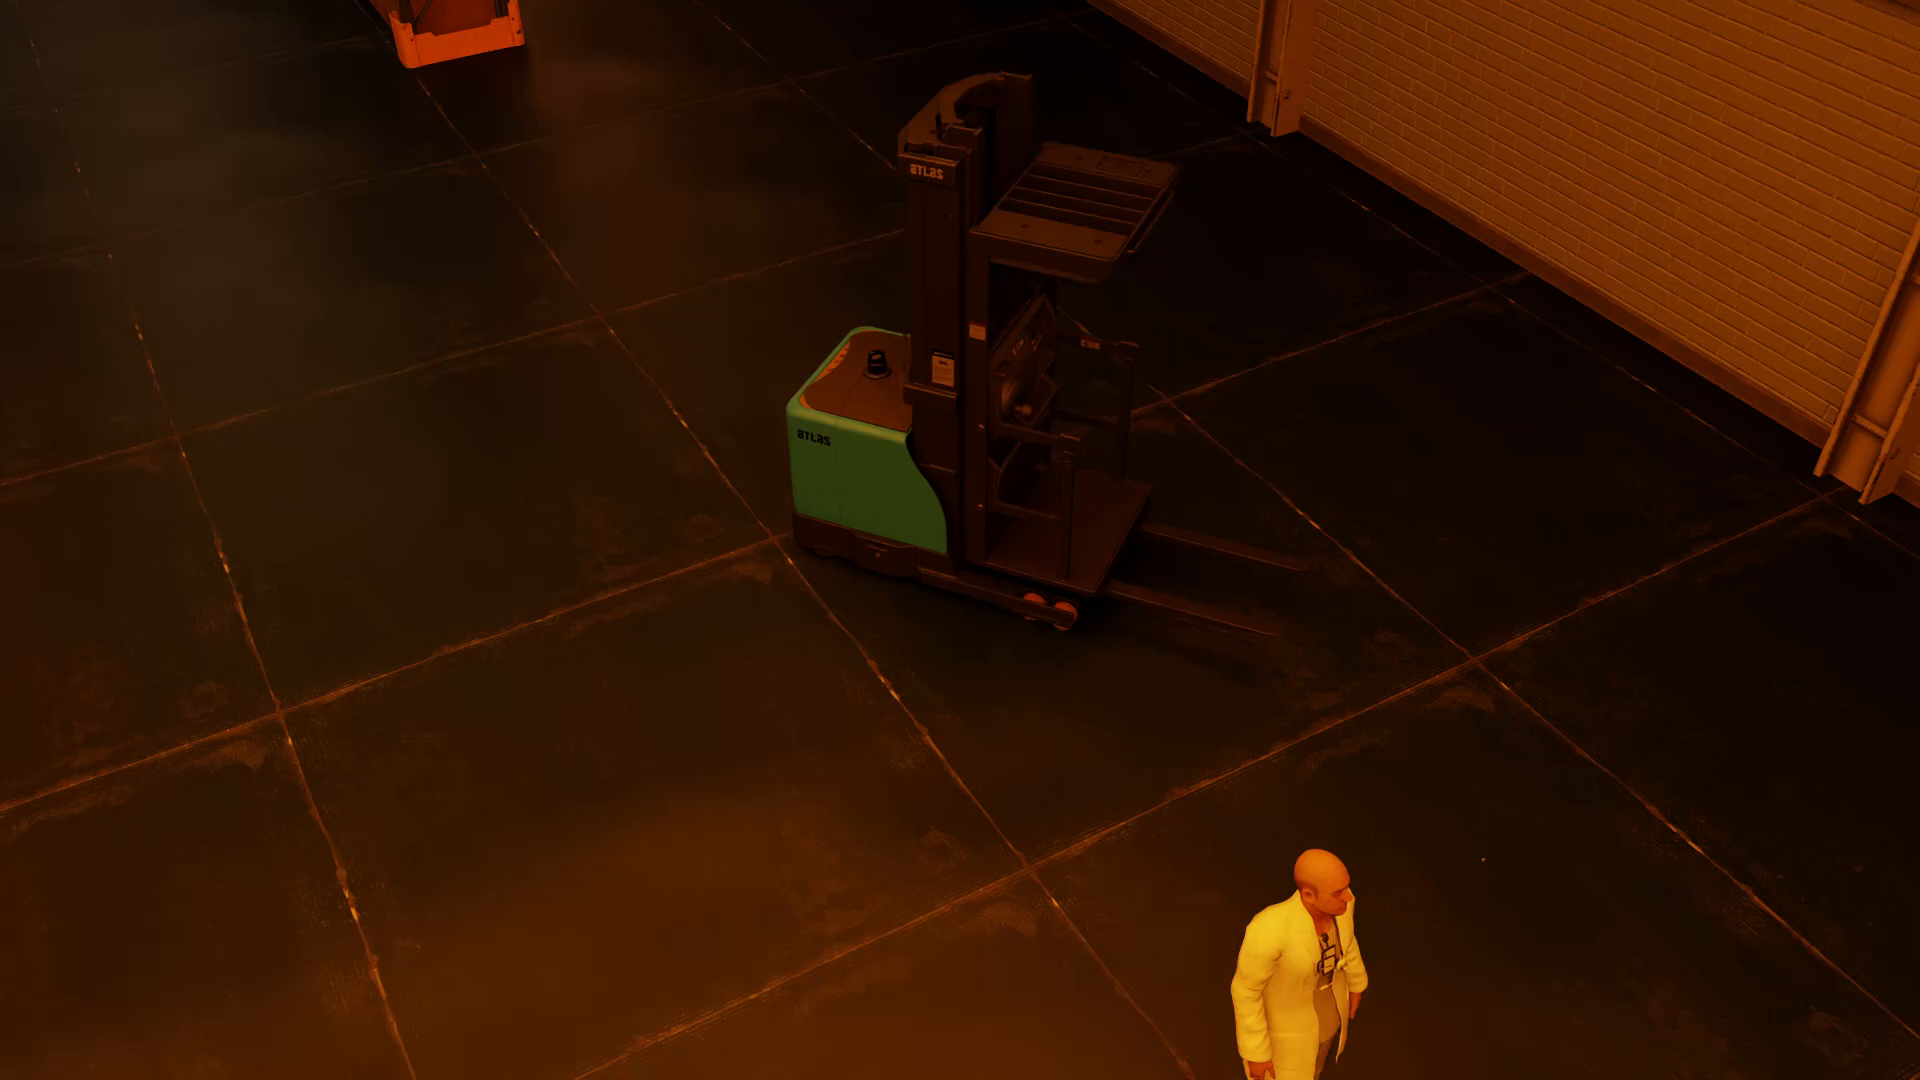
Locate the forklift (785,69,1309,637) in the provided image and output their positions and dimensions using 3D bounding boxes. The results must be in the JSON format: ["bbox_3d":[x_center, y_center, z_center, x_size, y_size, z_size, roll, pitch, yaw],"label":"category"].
[{"bbox_3d":[0.538,-0.991,9.231,3.031,2.935,1.130,15,42,18],"label":"forklift"}]

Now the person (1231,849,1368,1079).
[{"bbox_3d":[1.411,1.952,6.575,0.694,1.776,0.581,-27,47,-29],"label":"person"}]
